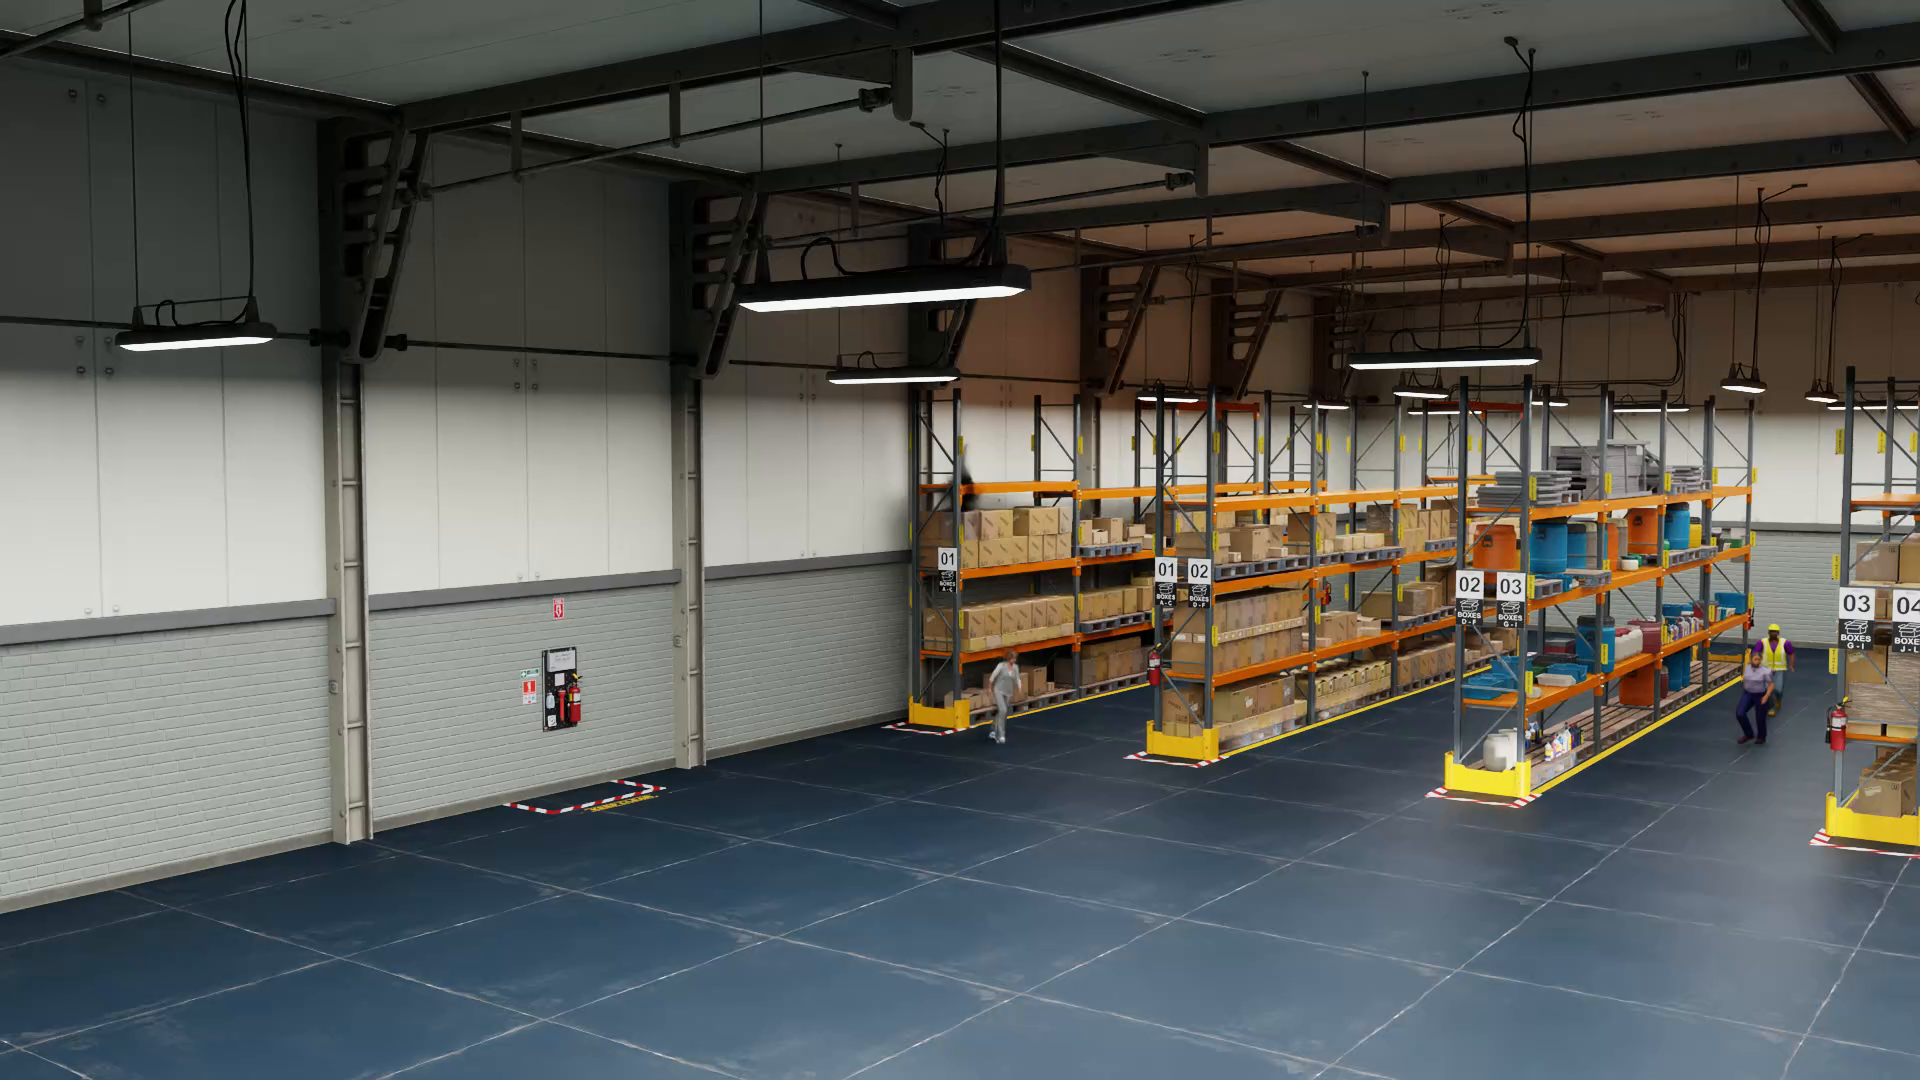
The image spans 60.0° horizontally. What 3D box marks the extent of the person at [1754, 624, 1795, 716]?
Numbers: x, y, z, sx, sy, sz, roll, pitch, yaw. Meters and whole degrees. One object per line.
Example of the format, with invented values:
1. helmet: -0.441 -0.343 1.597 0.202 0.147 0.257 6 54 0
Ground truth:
1. person: 15.032 2.397 30.709 0.692 1.708 0.614 1 4 24

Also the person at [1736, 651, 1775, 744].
1. person: 13.244 2.622 27.610 0.729 1.588 0.588 -3 5 -44

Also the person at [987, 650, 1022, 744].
1. person: 0.762 2.640 28.200 0.500 1.577 0.744 -2 4 -25
